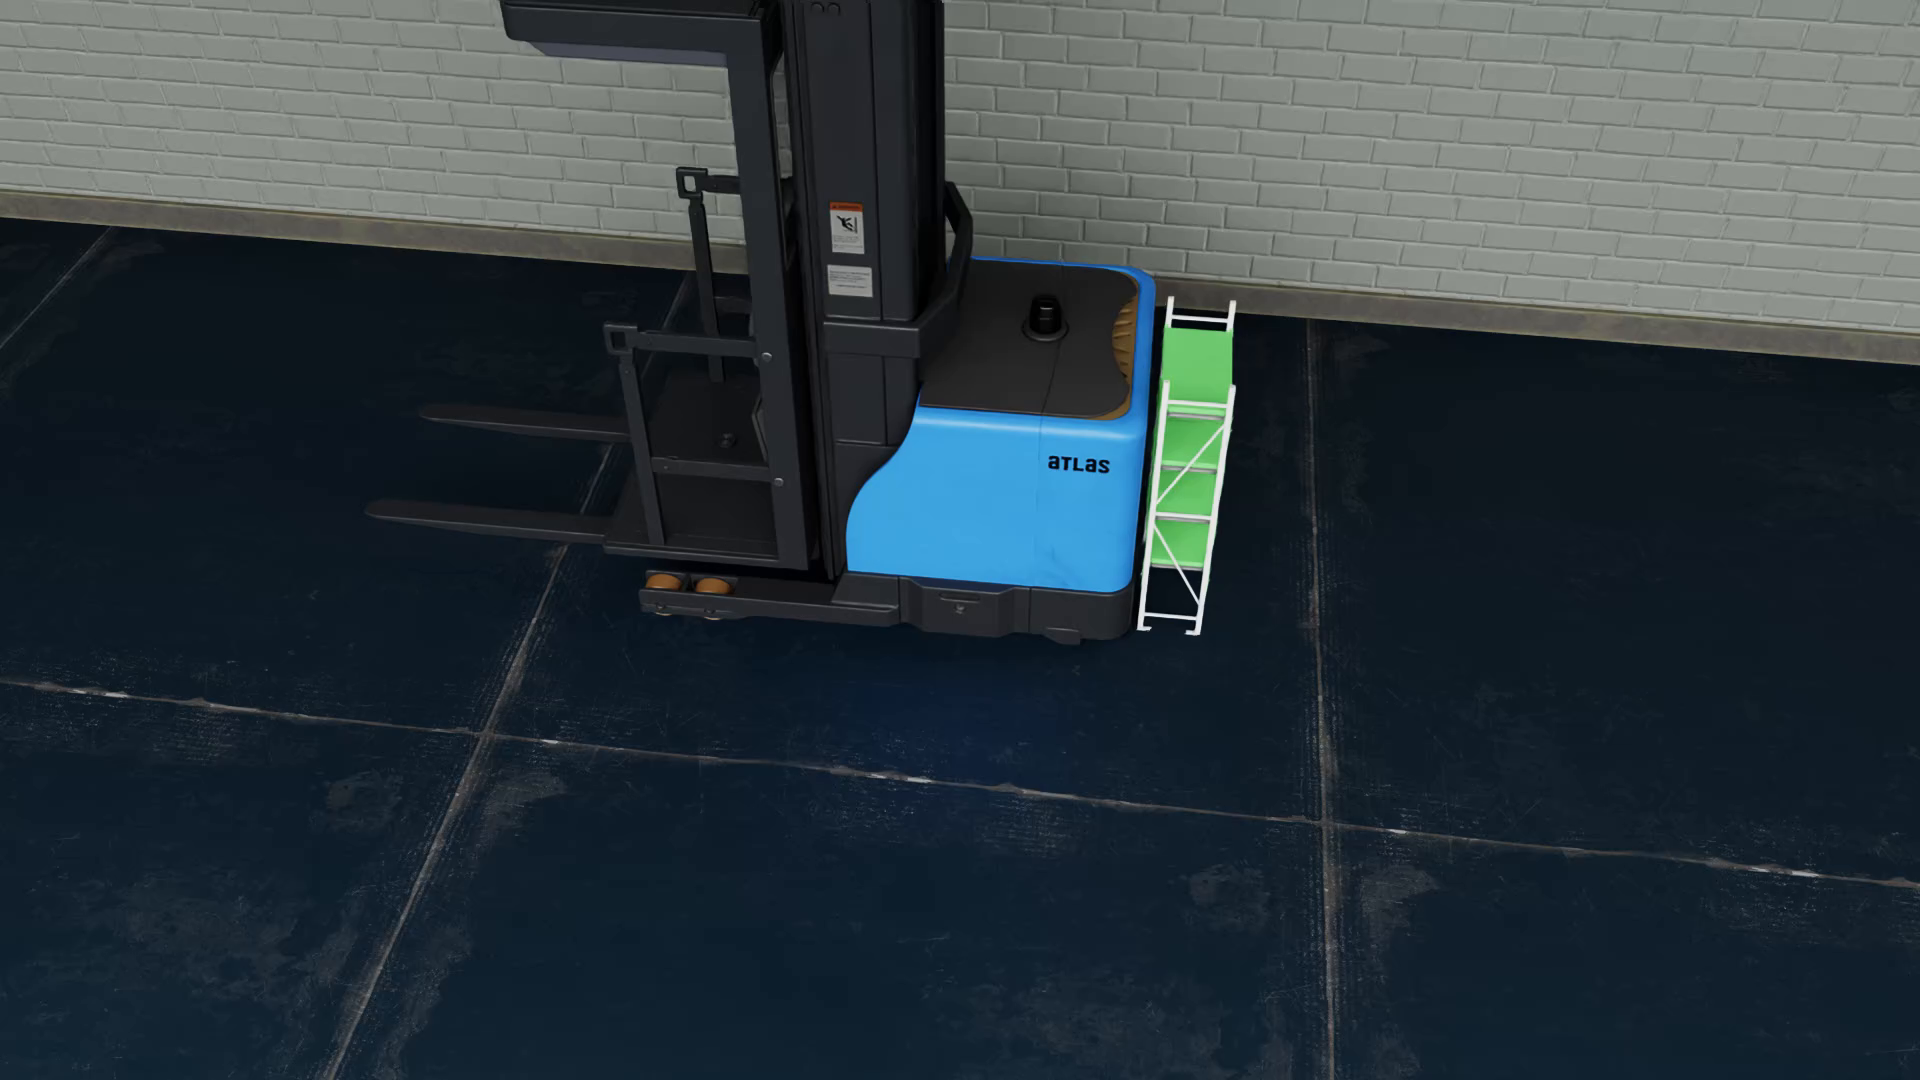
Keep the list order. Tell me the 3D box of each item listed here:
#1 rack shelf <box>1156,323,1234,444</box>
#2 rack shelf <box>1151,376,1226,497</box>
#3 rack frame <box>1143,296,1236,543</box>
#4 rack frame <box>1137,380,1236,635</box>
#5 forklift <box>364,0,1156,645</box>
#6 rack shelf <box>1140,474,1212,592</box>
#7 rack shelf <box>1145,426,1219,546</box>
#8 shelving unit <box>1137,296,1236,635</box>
[{"bbox_3d":[0.830,-0.554,5.857,0.258,0.148,0.480,5,44,5],"label":"rack shelf"},{"bbox_3d":[0.830,-0.380,6.022,0.258,0.148,0.480,5,44,5],"label":"rack shelf"},{"bbox_3d":[0.860,-0.418,6.319,0.240,1.200,0.015,5,44,5],"label":"rack frame"},{"bbox_3d":[0.801,-0.085,5.967,0.240,1.200,0.015,5,44,5],"label":"rack frame"},{"bbox_3d":[-0.804,-1.111,5.792,3.031,2.935,1.130,5,44,5],"label":"forklift"},{"bbox_3d":[0.830,-0.031,6.352,0.258,0.148,0.480,5,44,5],"label":"rack shelf"},{"bbox_3d":[0.830,-0.205,6.187,0.258,0.148,0.480,5,44,5],"label":"rack shelf"},{"bbox_3d":[0.830,-0.252,6.143,0.258,1.200,0.503,5,44,5],"label":"shelving unit"}]
